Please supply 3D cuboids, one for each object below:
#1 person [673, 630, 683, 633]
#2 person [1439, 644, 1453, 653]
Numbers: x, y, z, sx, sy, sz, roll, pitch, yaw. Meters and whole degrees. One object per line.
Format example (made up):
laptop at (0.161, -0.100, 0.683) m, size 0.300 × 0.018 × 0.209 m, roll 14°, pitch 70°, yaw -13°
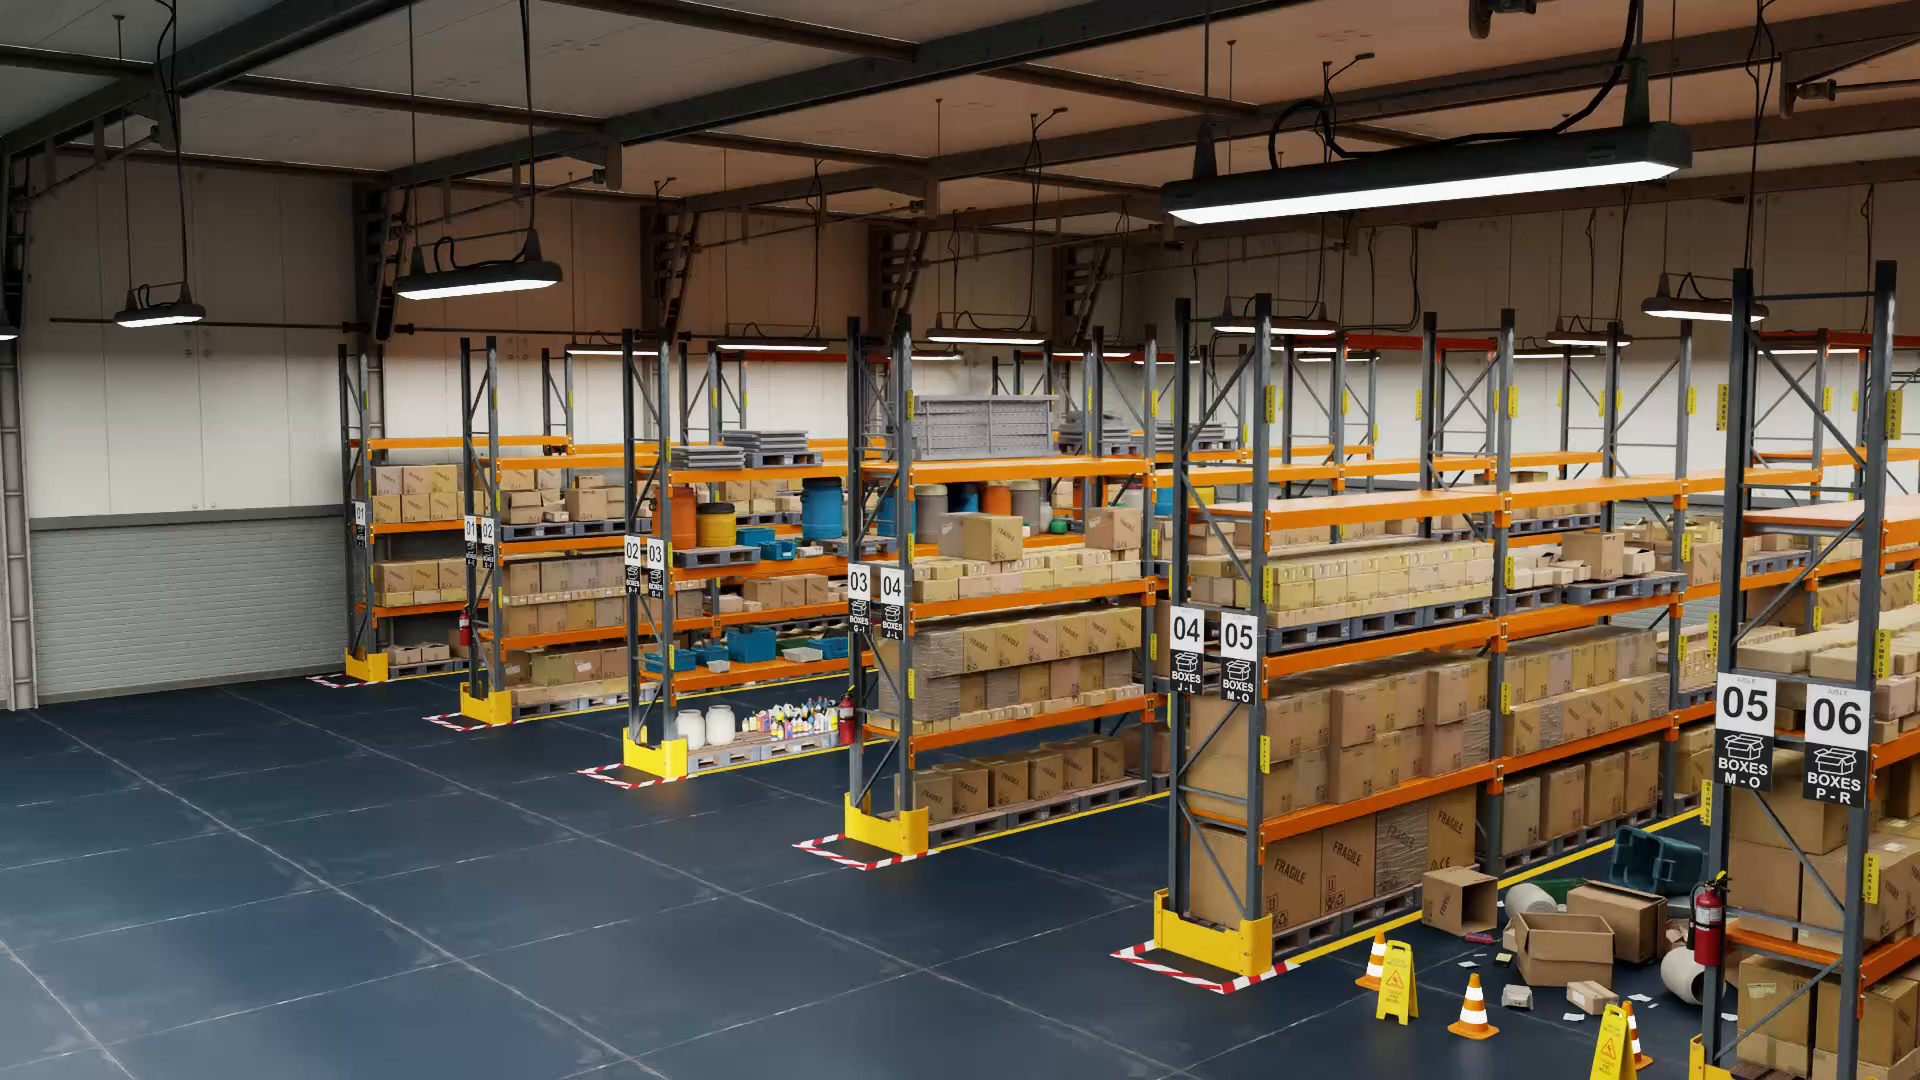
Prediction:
person at (-5.175, 1.660, 30.268) m, size 0.586 × 1.619 × 0.617 m, roll 5°, pitch 7°, yaw 43°
person at (6.803, 2.196, 23.360) m, size 0.700 × 1.757 × 0.886 m, roll 5°, pitch 7°, yaw 42°
